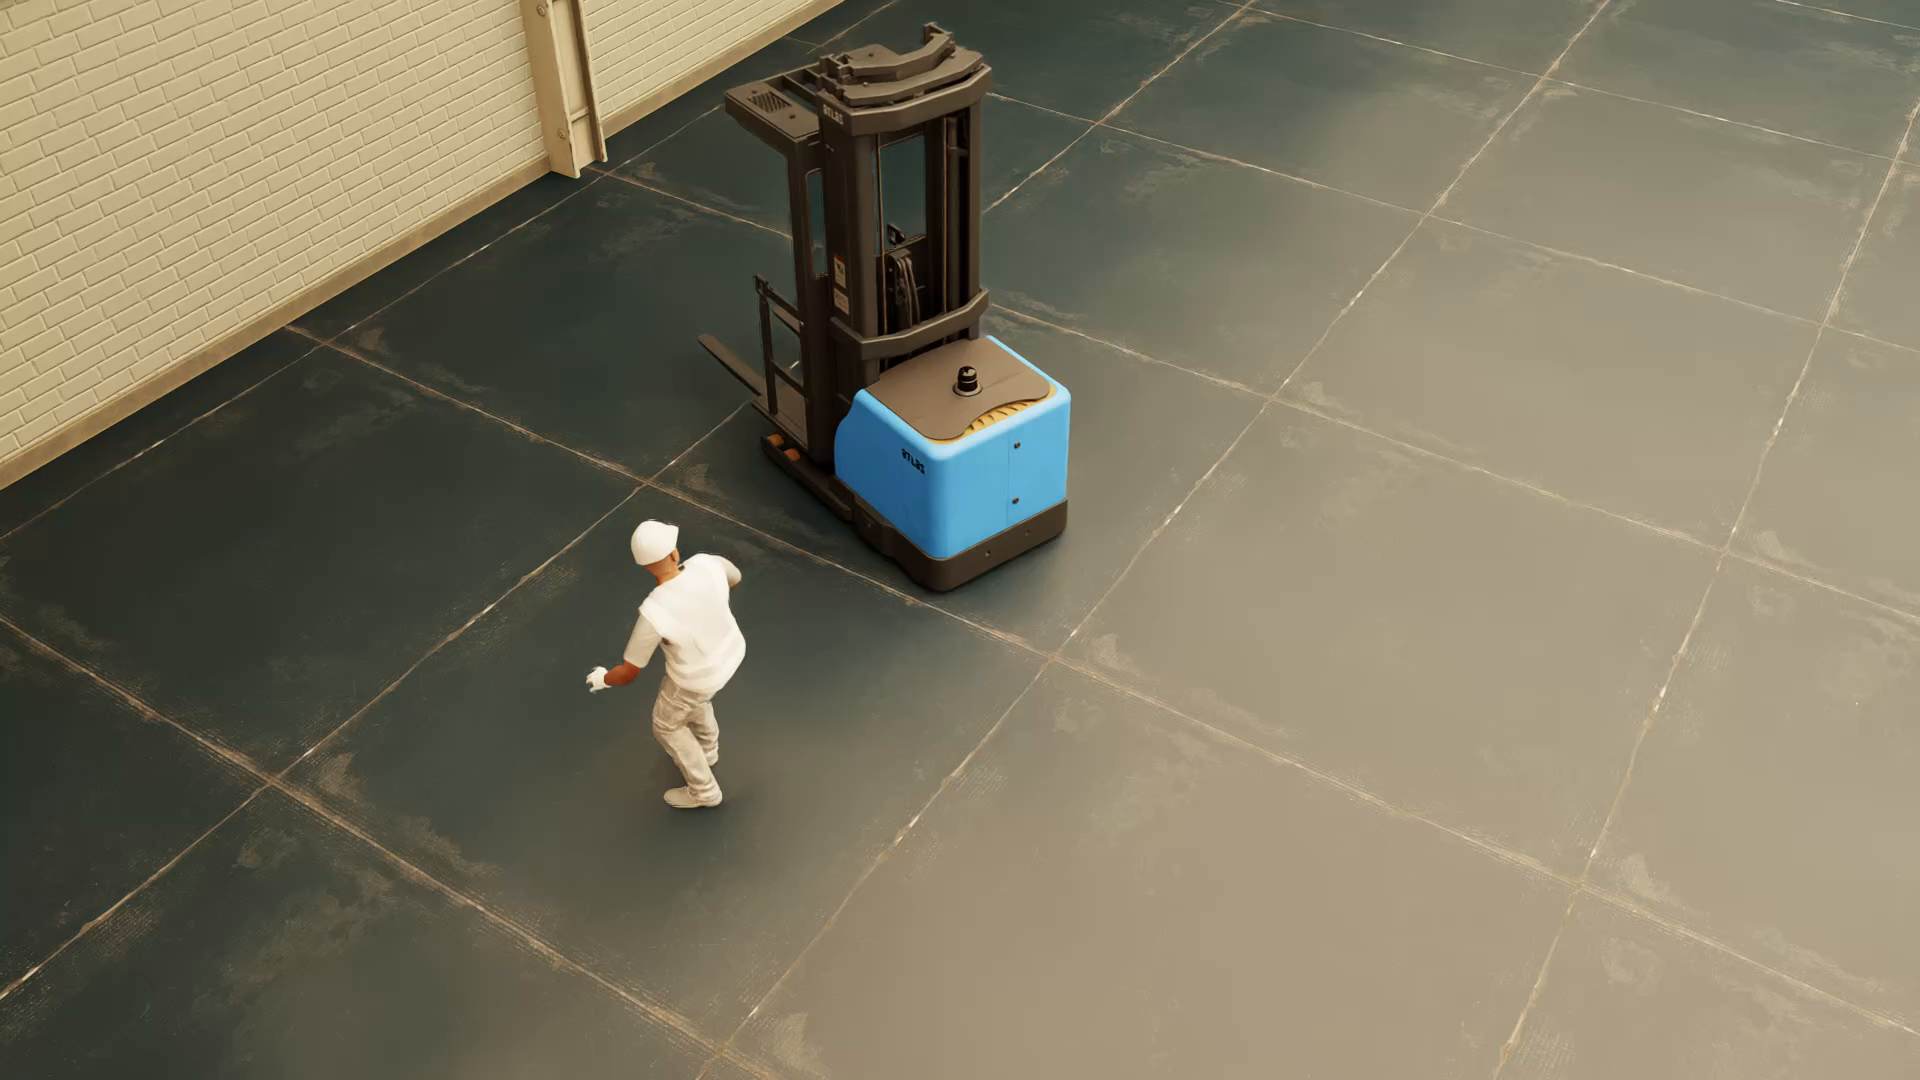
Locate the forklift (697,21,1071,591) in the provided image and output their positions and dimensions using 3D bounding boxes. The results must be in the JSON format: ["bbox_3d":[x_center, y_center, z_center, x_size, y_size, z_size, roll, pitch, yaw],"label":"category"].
[{"bbox_3d":[-0.639,-1.718,9.994,1.130,2.935,3.031,-26,47,-28],"label":"forklift"}]

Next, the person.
[{"bbox_3d":[-1.414,0.595,8.235,0.624,1.726,0.809,18,44,20],"label":"person"}]
